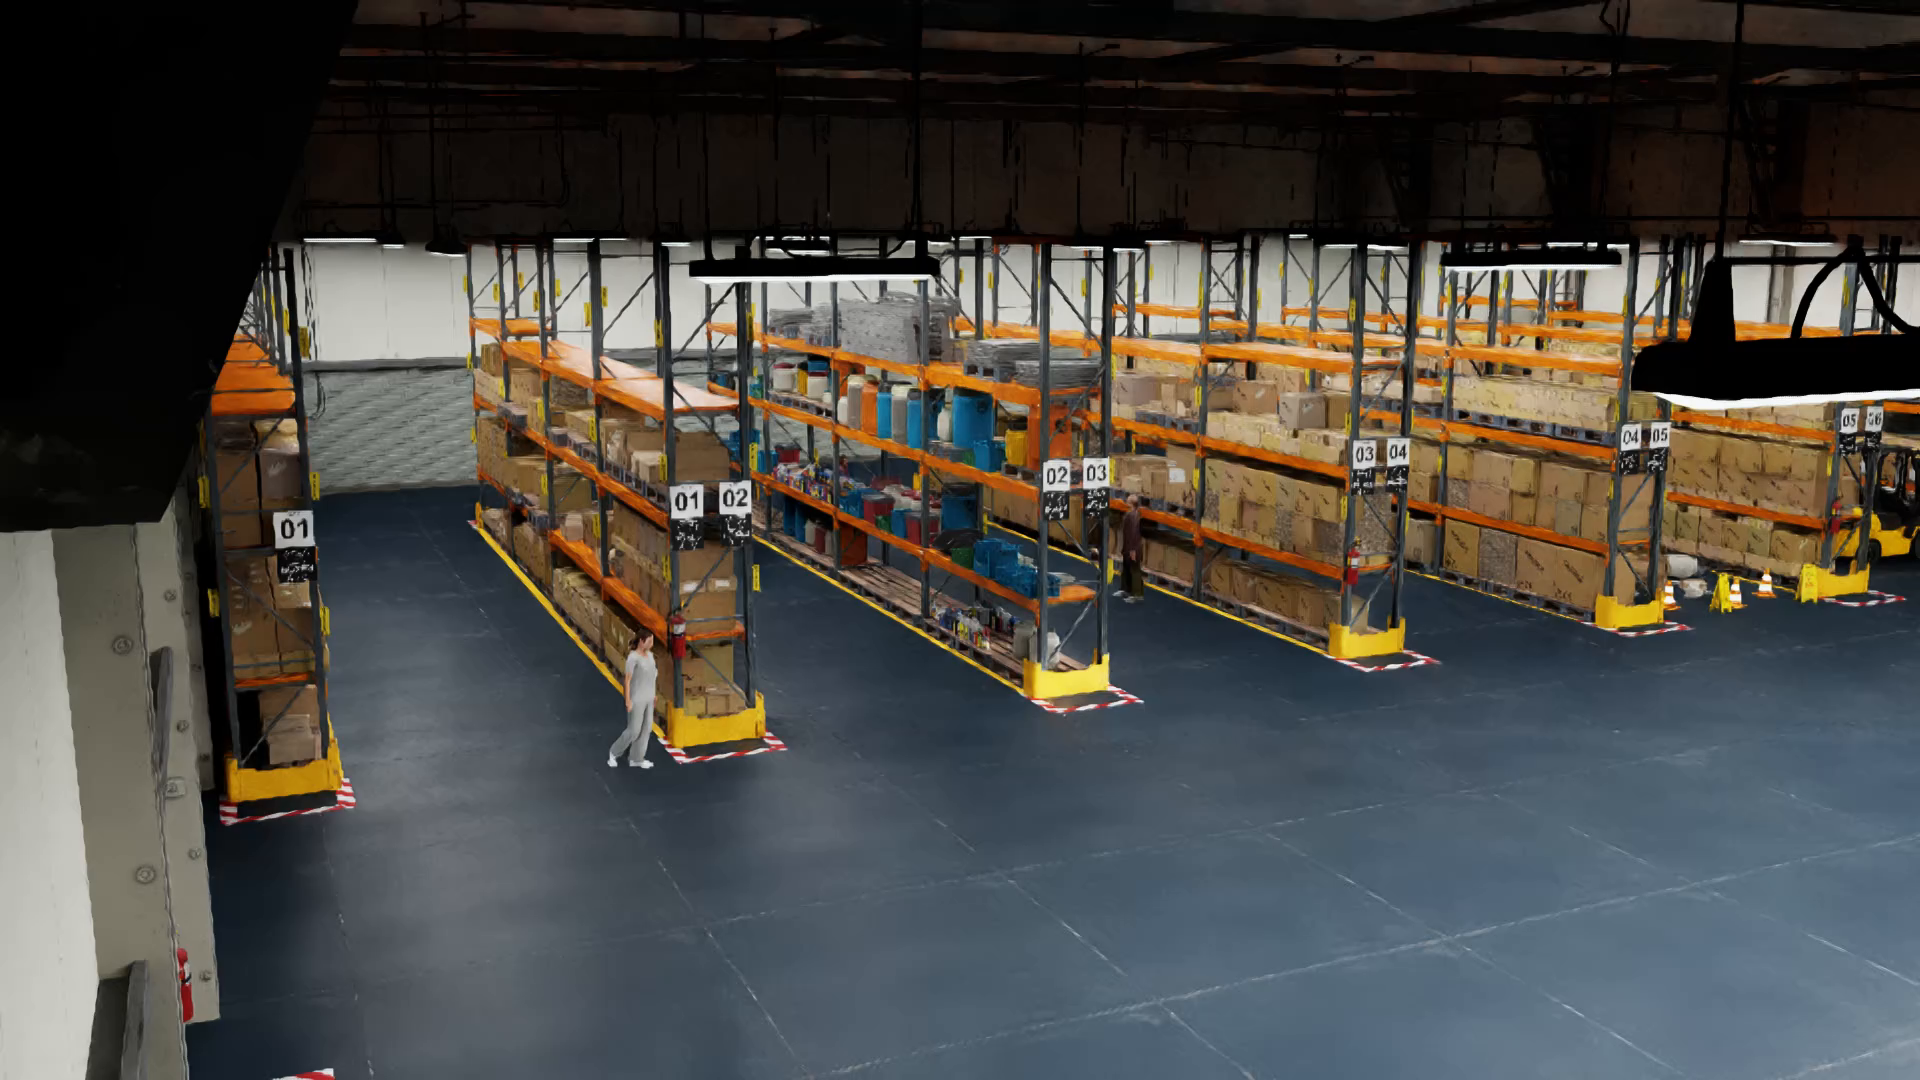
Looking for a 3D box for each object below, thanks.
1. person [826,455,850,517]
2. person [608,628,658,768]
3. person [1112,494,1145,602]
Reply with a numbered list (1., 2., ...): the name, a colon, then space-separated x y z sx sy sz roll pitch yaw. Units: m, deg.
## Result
1. person: -2.464 -1.013 34.282 0.568 1.530 0.769 -10 15 -43
2. person: -3.807 1.845 19.295 0.497 1.658 0.640 6 12 28
3. person: 2.823 0.123 27.743 0.551 1.782 0.636 1 11 5
